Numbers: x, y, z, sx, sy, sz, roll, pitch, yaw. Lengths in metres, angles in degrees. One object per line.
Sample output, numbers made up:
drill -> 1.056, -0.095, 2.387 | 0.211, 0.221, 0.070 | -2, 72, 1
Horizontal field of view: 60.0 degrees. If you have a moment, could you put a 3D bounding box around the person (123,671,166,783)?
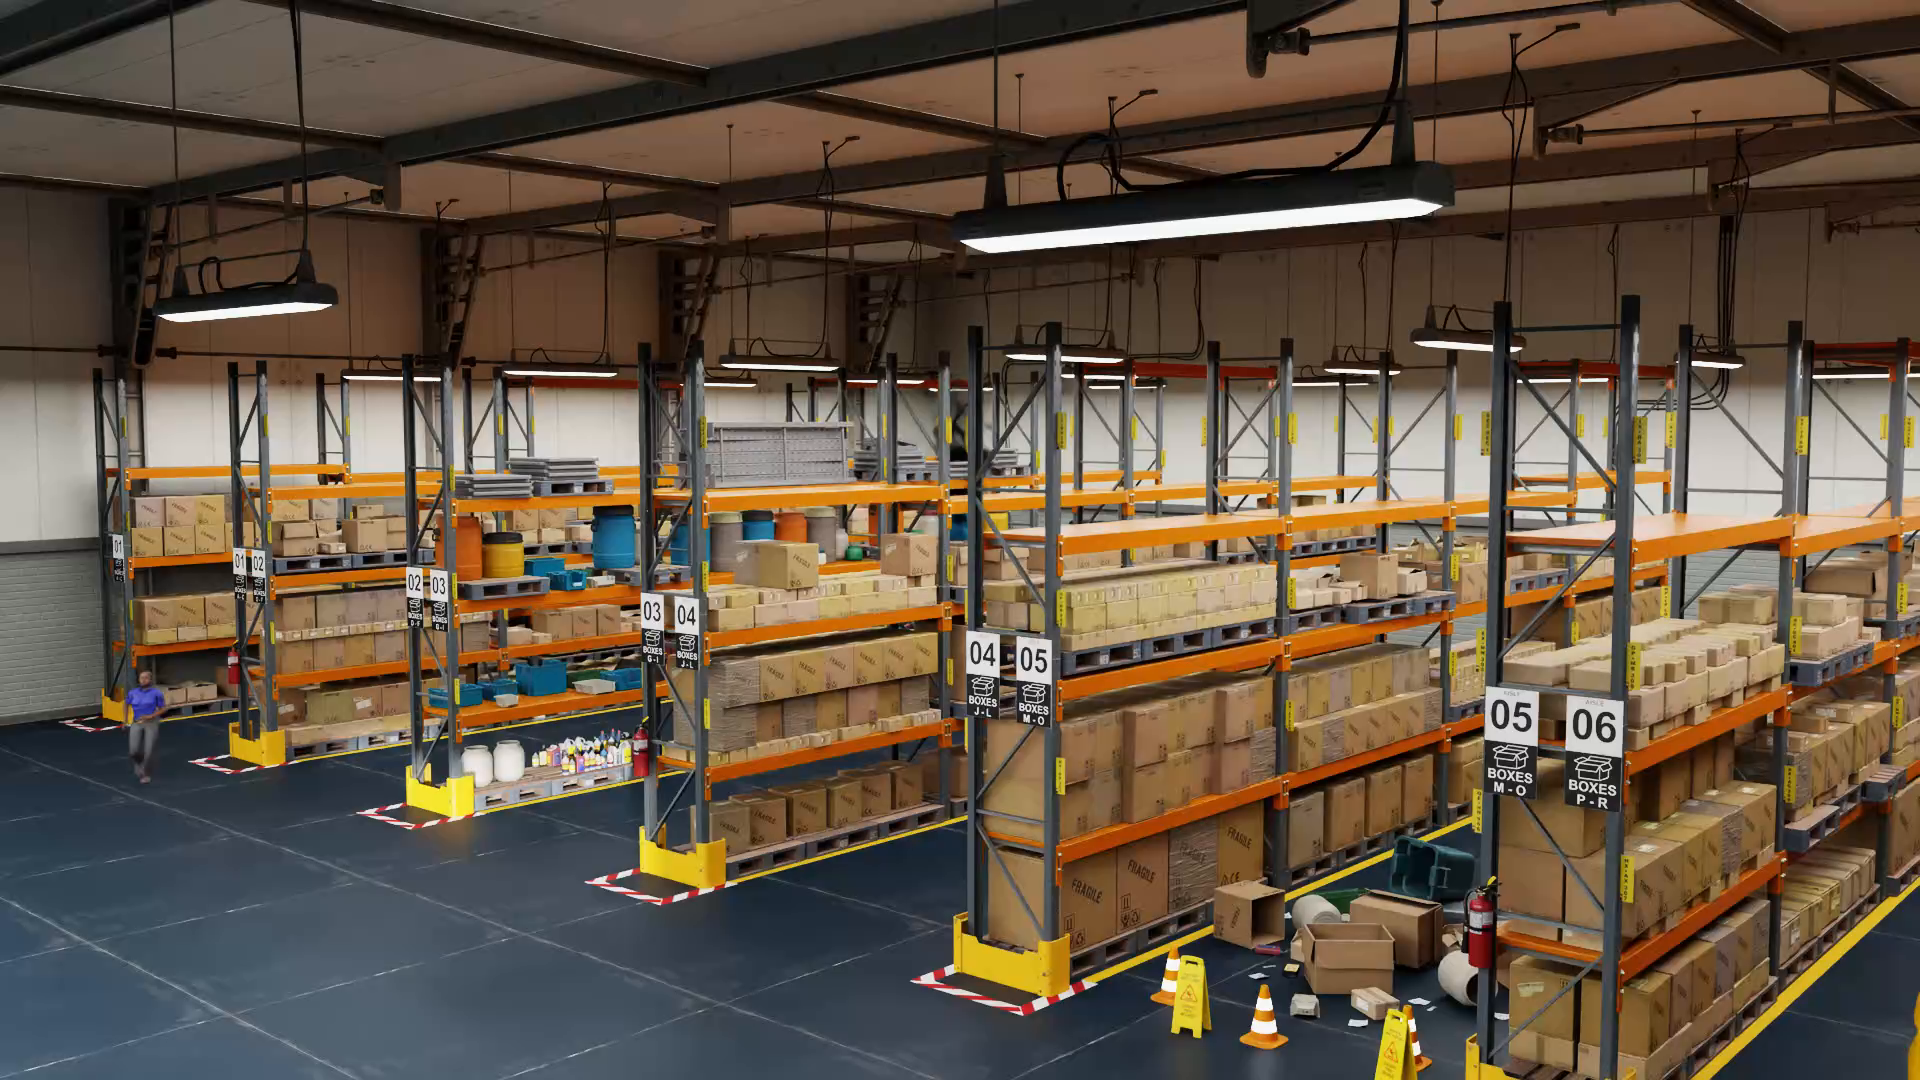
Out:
person -> -11.499, 2.642, 23.422 | 0.576, 1.592, 0.527 | -1, 4, -18

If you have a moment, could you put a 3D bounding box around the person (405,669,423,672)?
person -> -9.511, 2.161, 28.996 | 0.694, 1.777, 0.876 | 3, 5, 37
